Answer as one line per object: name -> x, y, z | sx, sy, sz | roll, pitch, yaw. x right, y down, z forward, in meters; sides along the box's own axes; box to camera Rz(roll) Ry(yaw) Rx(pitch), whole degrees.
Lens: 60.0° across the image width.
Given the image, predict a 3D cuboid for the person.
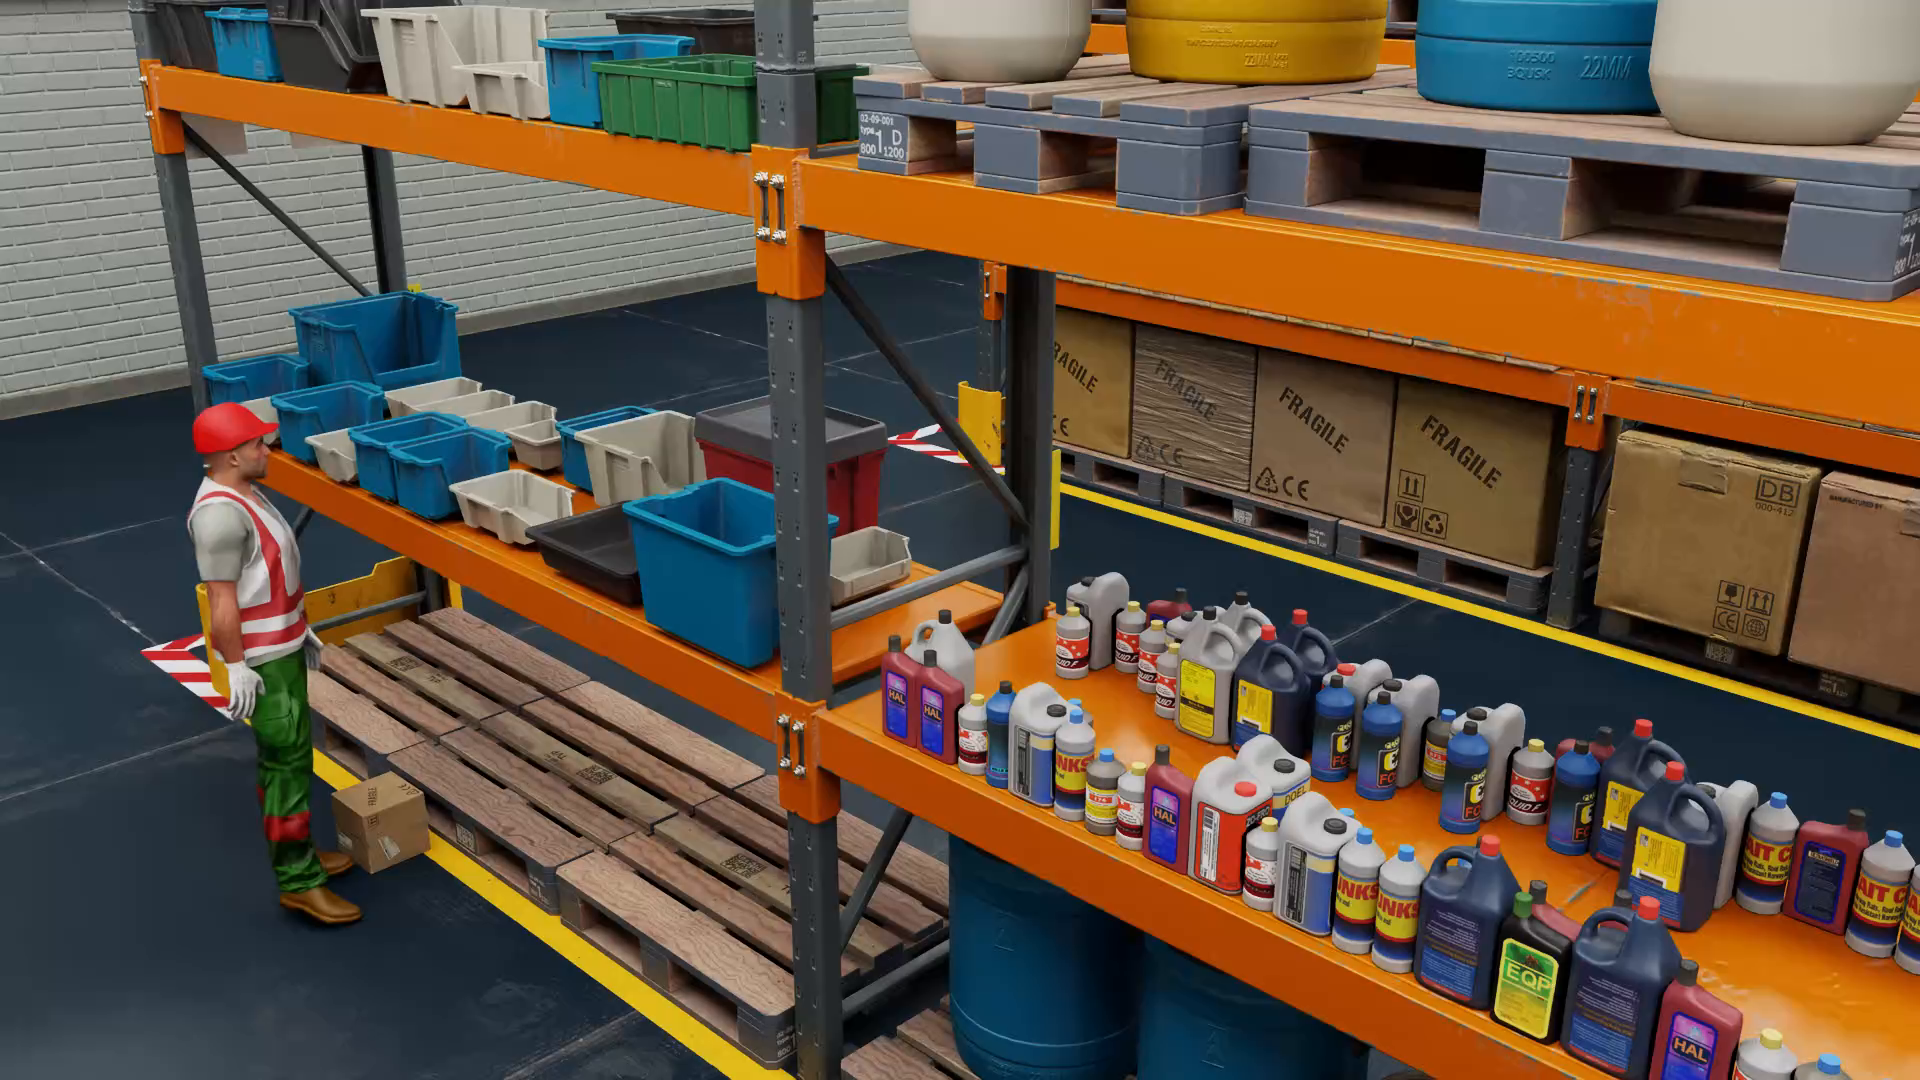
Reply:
person -> -2.418, 0.421, 5.873 | 0.420, 1.806, 0.725 | -5, 21, -13
